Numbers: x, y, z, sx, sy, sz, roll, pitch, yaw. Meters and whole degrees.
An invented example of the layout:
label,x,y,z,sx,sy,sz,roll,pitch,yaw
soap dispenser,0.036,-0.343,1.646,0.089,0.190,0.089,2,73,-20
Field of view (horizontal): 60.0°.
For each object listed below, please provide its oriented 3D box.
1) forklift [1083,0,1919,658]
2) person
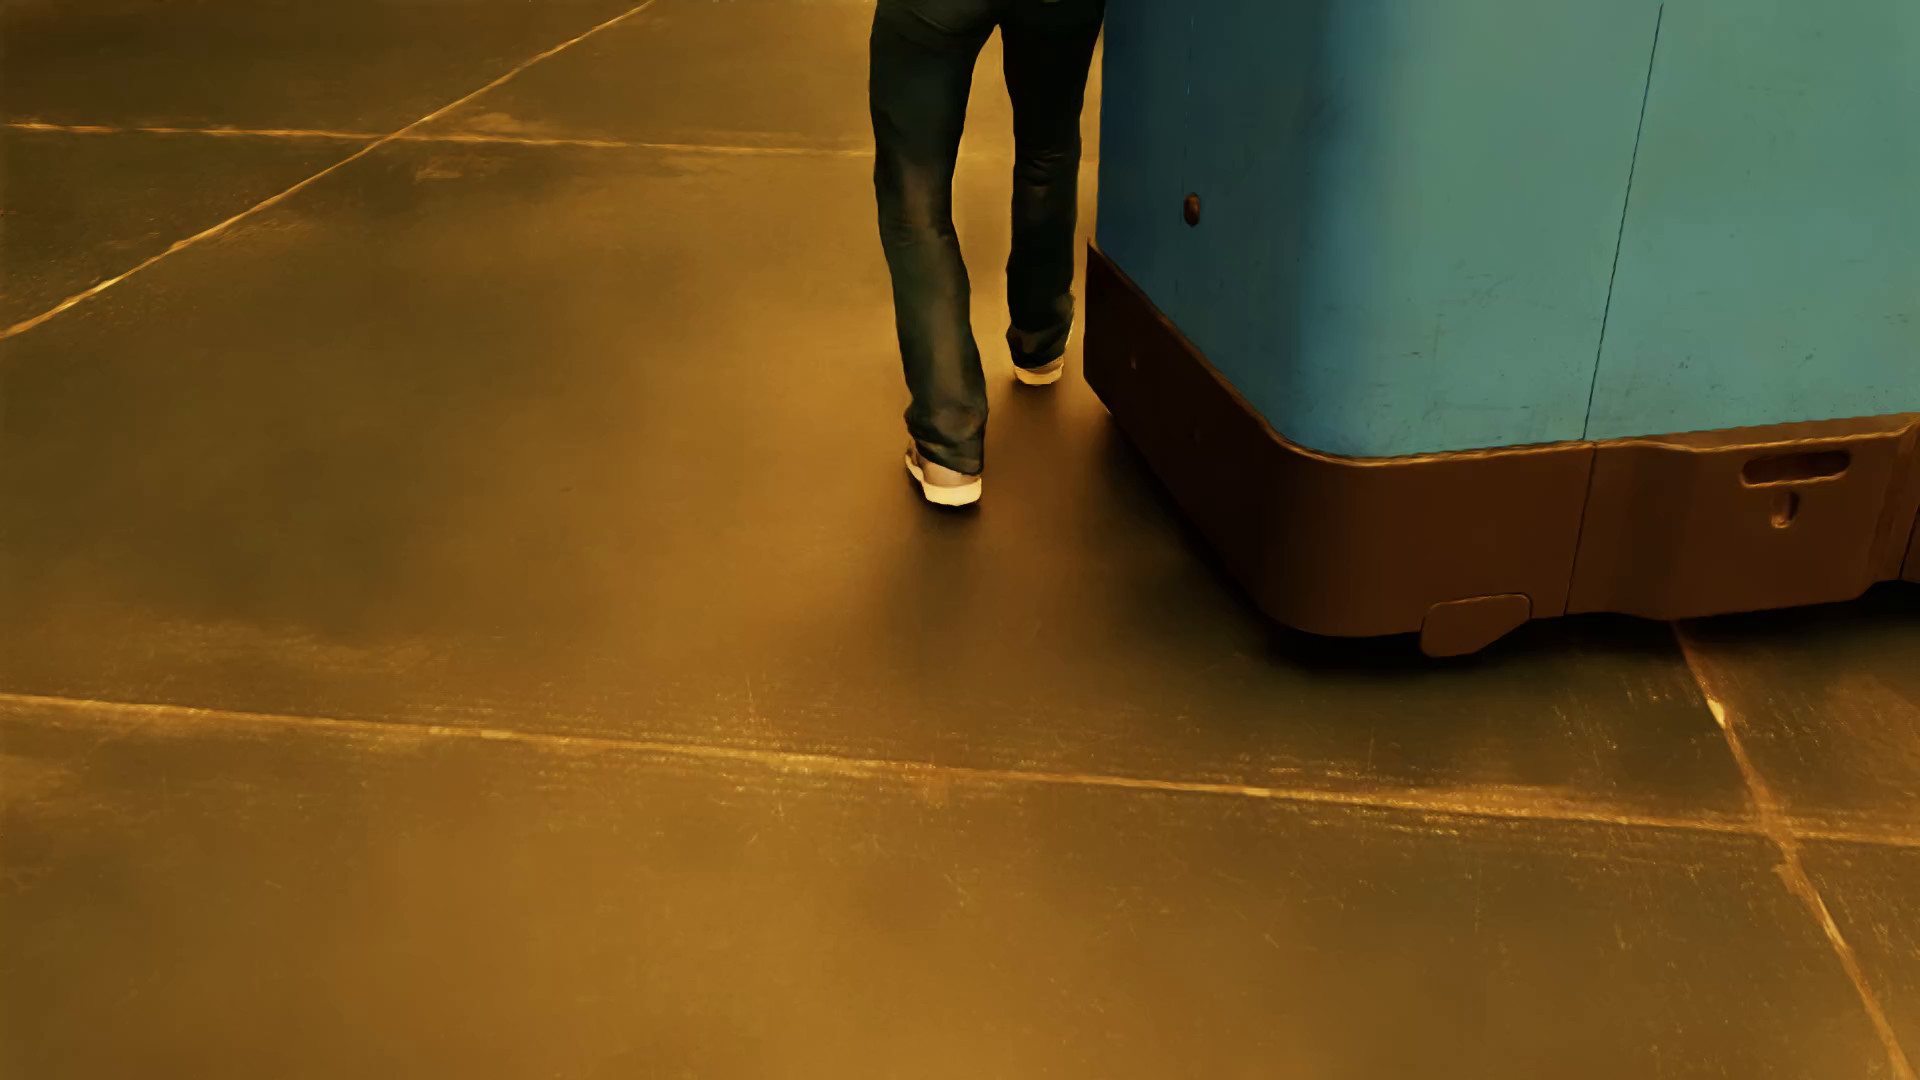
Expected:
label,x,y,z,sx,sy,sz,roll,pitch,yaw
forklift,1.786,-1.480,2.183,3.031,2.935,1.130,-5,27,-10
person,0.081,-0.893,2.579,0.553,1.530,0.777,-5,27,-10
